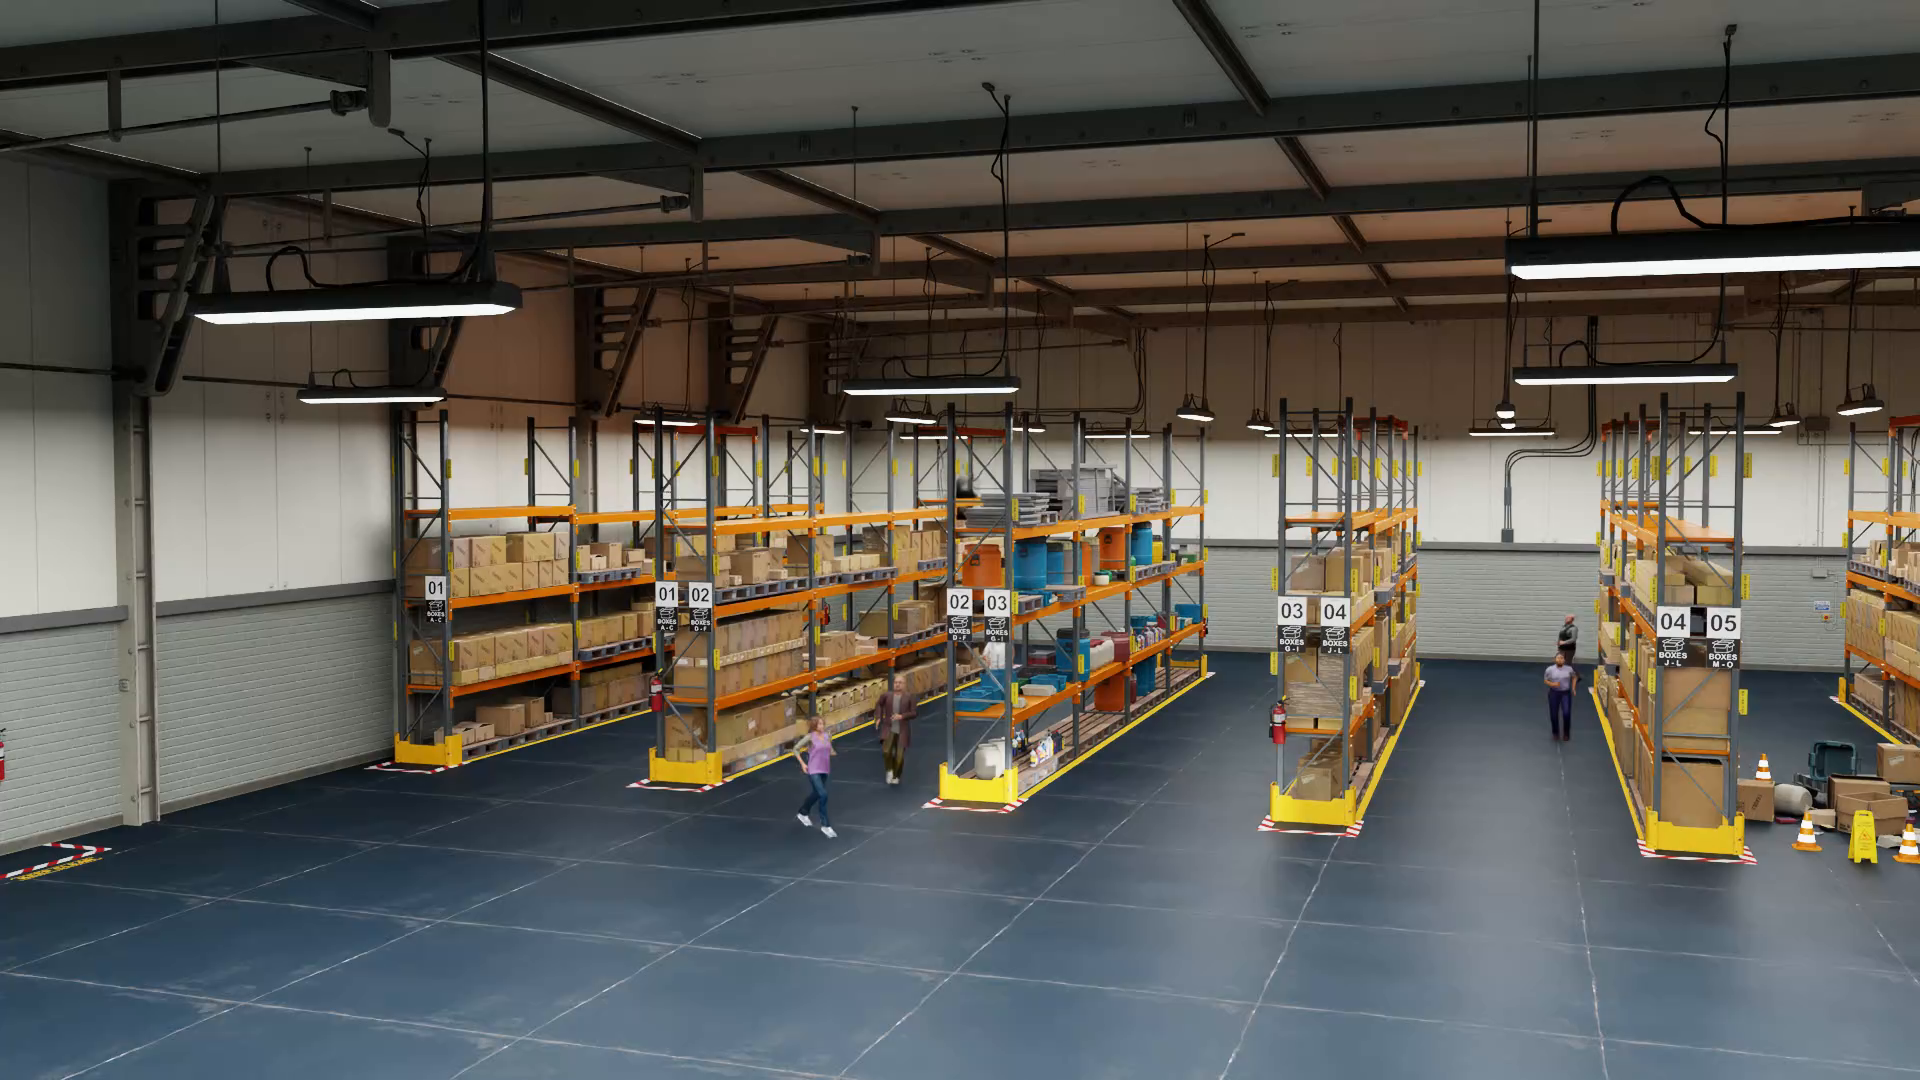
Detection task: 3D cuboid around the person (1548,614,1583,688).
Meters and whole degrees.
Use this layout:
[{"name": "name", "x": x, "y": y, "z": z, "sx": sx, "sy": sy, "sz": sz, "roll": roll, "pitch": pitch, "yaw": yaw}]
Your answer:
[{"name": "person", "x": 13.882, "y": 2.534, "z": 37.916, "sx": 0.815, "sy": 1.720, "sz": 0.669, "roll": 0, "pitch": 2, "yaw": -11}]

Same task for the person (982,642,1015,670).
[{"name": "person", "x": 0.781, "y": 2.667, "z": 33.802, "sx": 0.663, "sy": 1.767, "sz": 0.923, "roll": 0, "pitch": 2, "yaw": 3}]

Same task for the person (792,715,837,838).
[{"name": "person", "x": -1.960, "y": 3.206, "z": 22.746, "sx": 0.822, "sy": 1.618, "sz": 0.522, "roll": 2, "pitch": 3, "yaw": 38}]

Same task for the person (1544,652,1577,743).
[{"name": "person", "x": 10.989, "y": 2.881, "z": 30.429, "sx": 0.581, "sy": 1.643, "sz": 0.664, "roll": 1, "pitch": 3, "yaw": 18}]

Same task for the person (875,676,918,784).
[{"name": "person", "x": -1.009, "y": 3.002, "z": 26.156, "sx": 0.679, "sy": 1.718, "sz": 0.644, "roll": 0, "pitch": 2, "yaw": 2}]
